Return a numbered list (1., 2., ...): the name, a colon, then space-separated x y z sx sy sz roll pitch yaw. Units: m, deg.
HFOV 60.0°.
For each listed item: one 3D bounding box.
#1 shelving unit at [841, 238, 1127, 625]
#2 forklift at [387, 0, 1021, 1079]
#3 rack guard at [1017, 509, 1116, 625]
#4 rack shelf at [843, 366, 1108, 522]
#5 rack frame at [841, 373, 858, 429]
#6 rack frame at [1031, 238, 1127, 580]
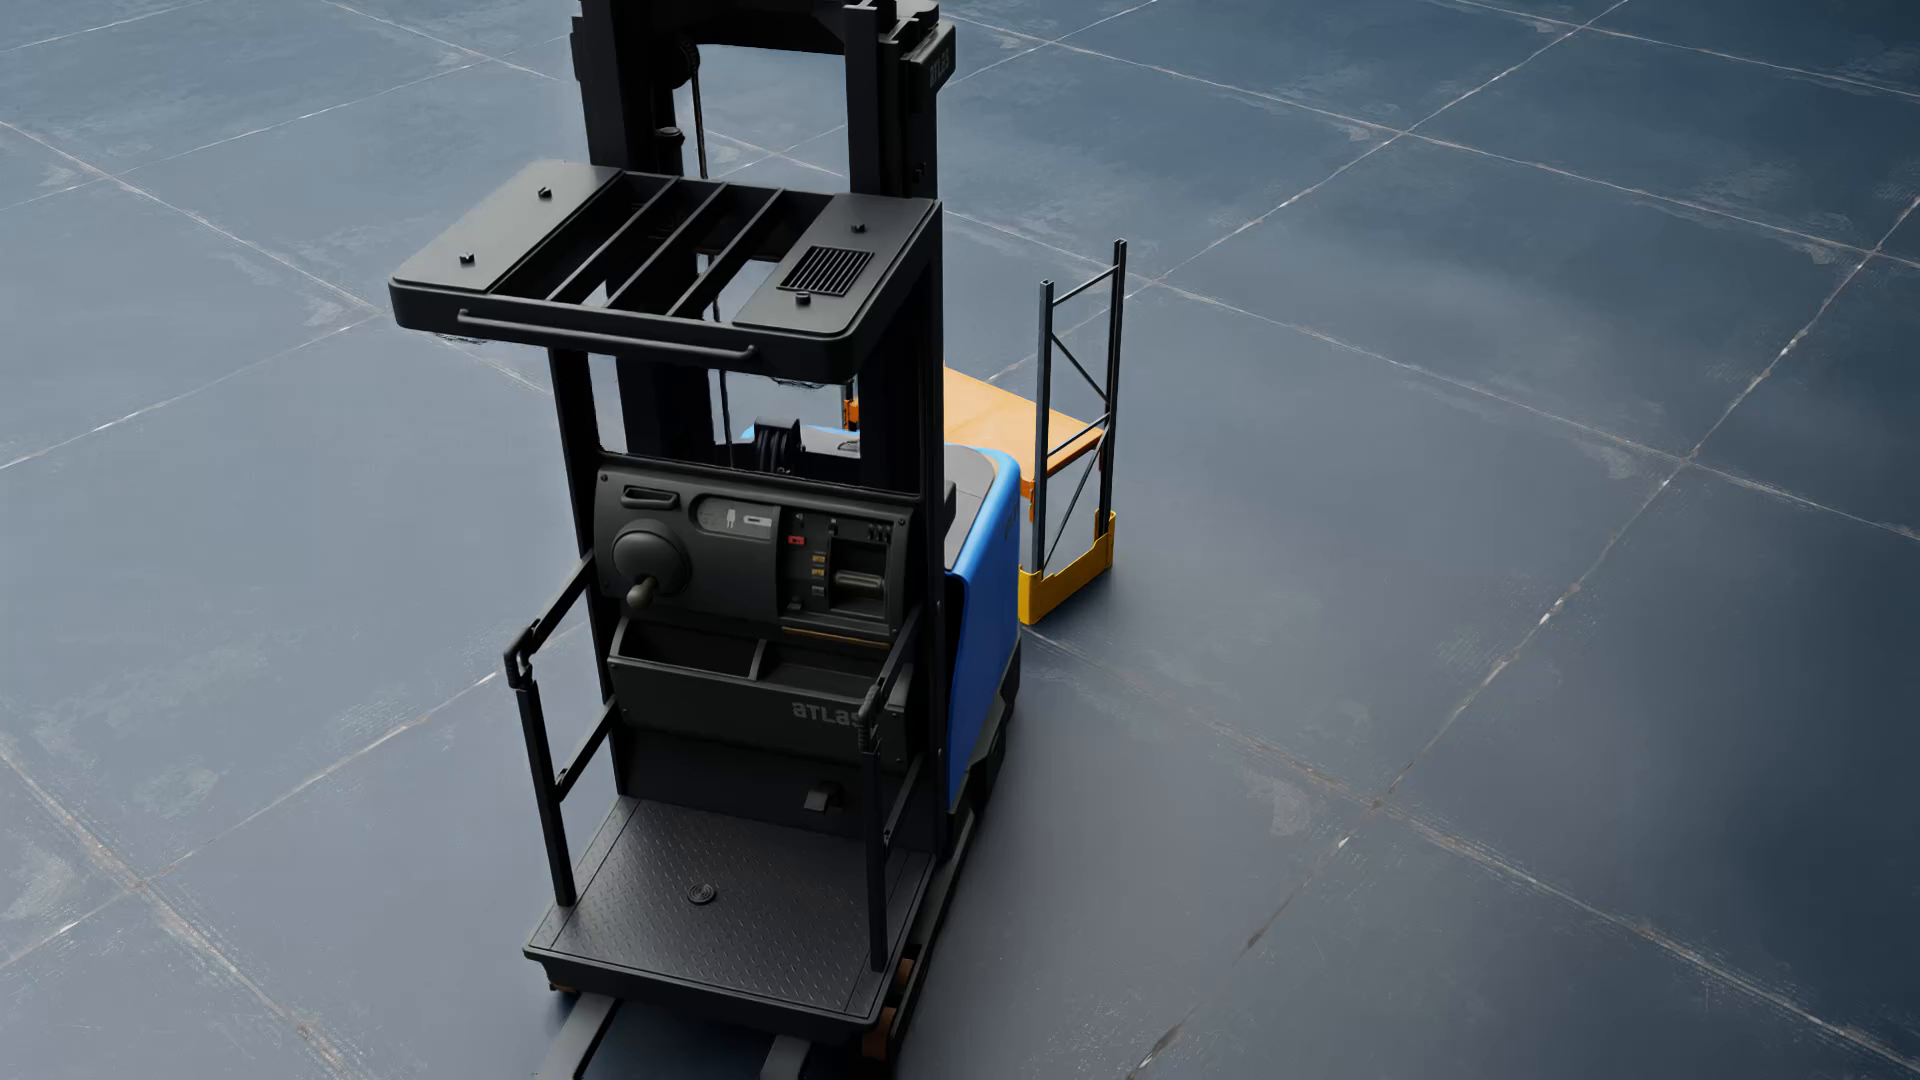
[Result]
1. shelving unit: 0.059 -0.591 6.785 1.083 1.500 0.587 25 42 32
2. forklift: -0.644 0.104 4.510 1.130 2.935 3.031 9 35 12
3. rack guard: 0.441 0.105 6.876 0.087 0.250 0.587 25 42 32
4. rack shelf: 0.066 -0.439 6.882 1.000 0.185 0.538 25 42 32
5. rack frame: -0.325 -0.771 7.049 0.032 1.500 0.500 25 42 32
6. rack frame: 0.456 -0.403 6.512 0.032 1.500 0.500 25 42 32
